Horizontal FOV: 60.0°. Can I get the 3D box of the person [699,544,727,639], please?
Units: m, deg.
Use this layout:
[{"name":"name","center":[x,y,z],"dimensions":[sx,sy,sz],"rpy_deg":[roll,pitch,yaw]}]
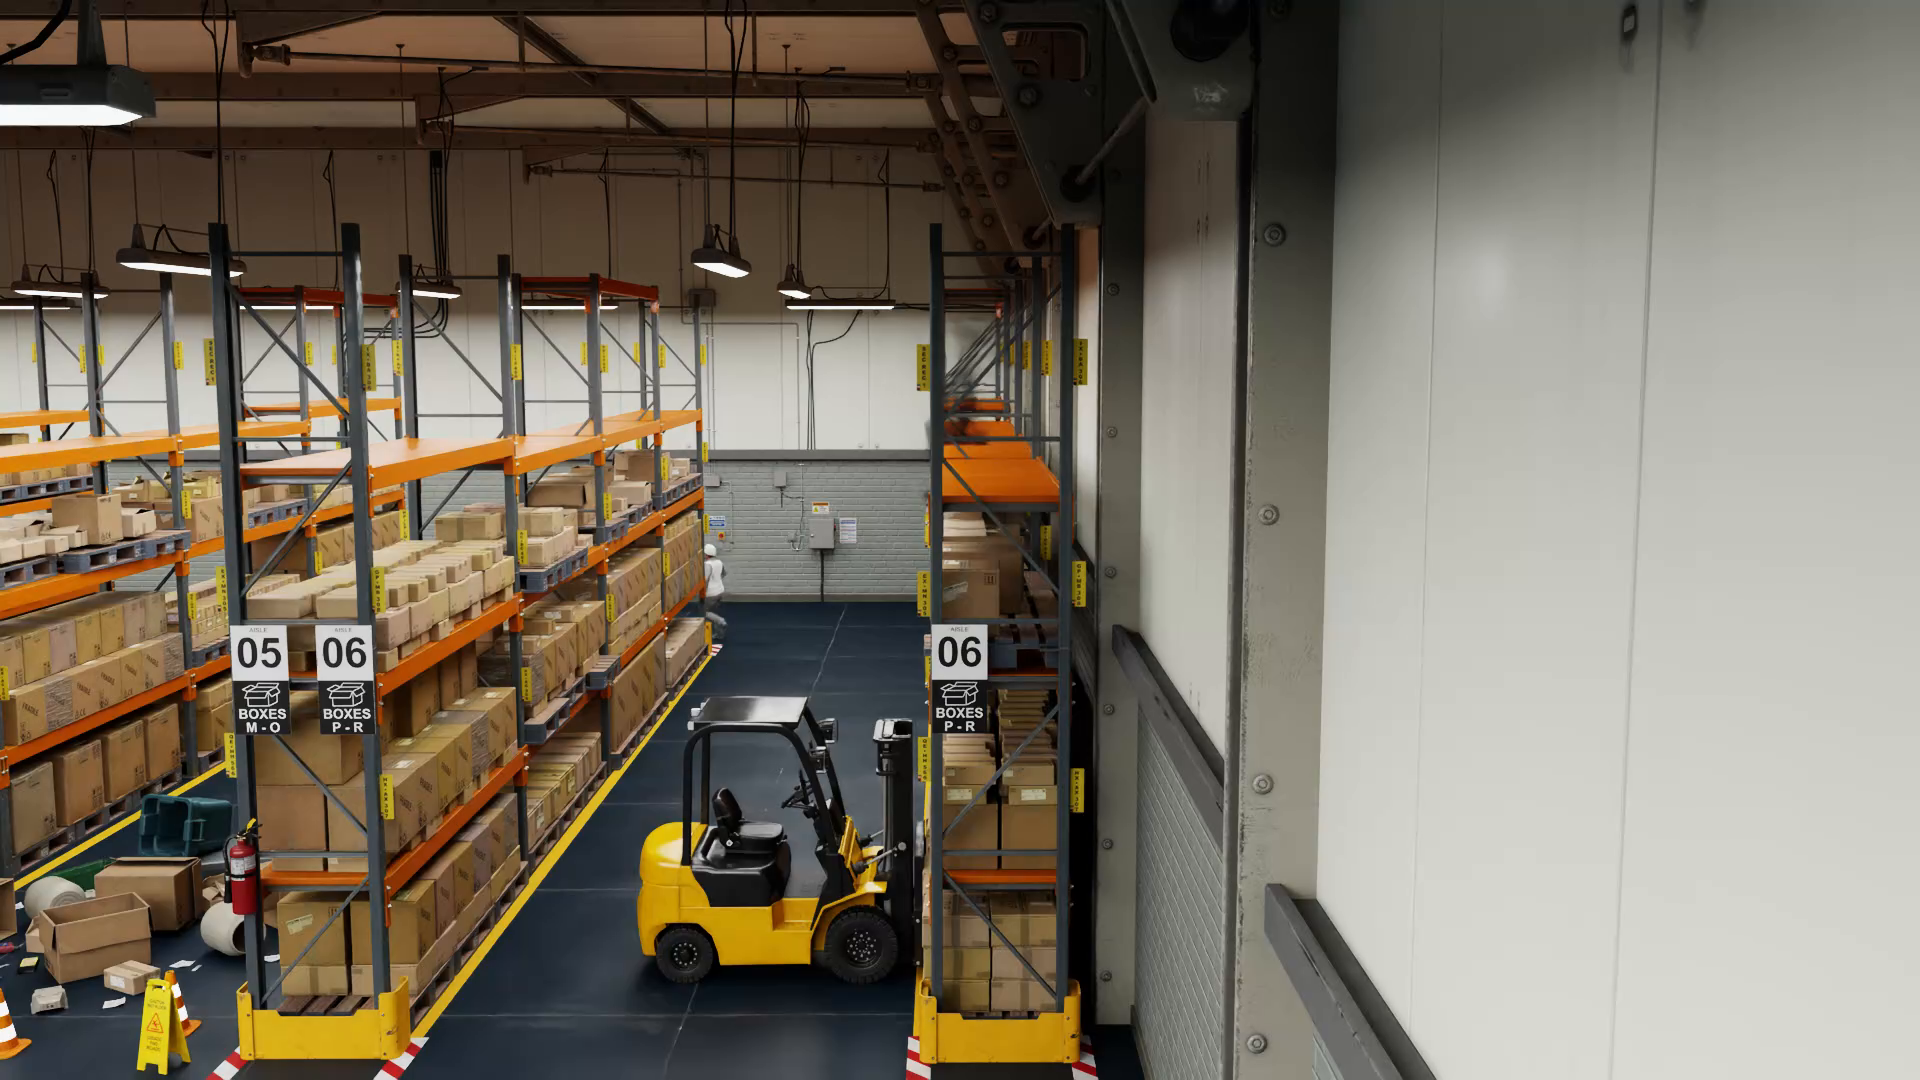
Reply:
[{"name":"person","center":[-4.355,0.925,29.186],"dimensions":[0.542,1.708,0.746],"rpy_deg":[3,7,27]}]
